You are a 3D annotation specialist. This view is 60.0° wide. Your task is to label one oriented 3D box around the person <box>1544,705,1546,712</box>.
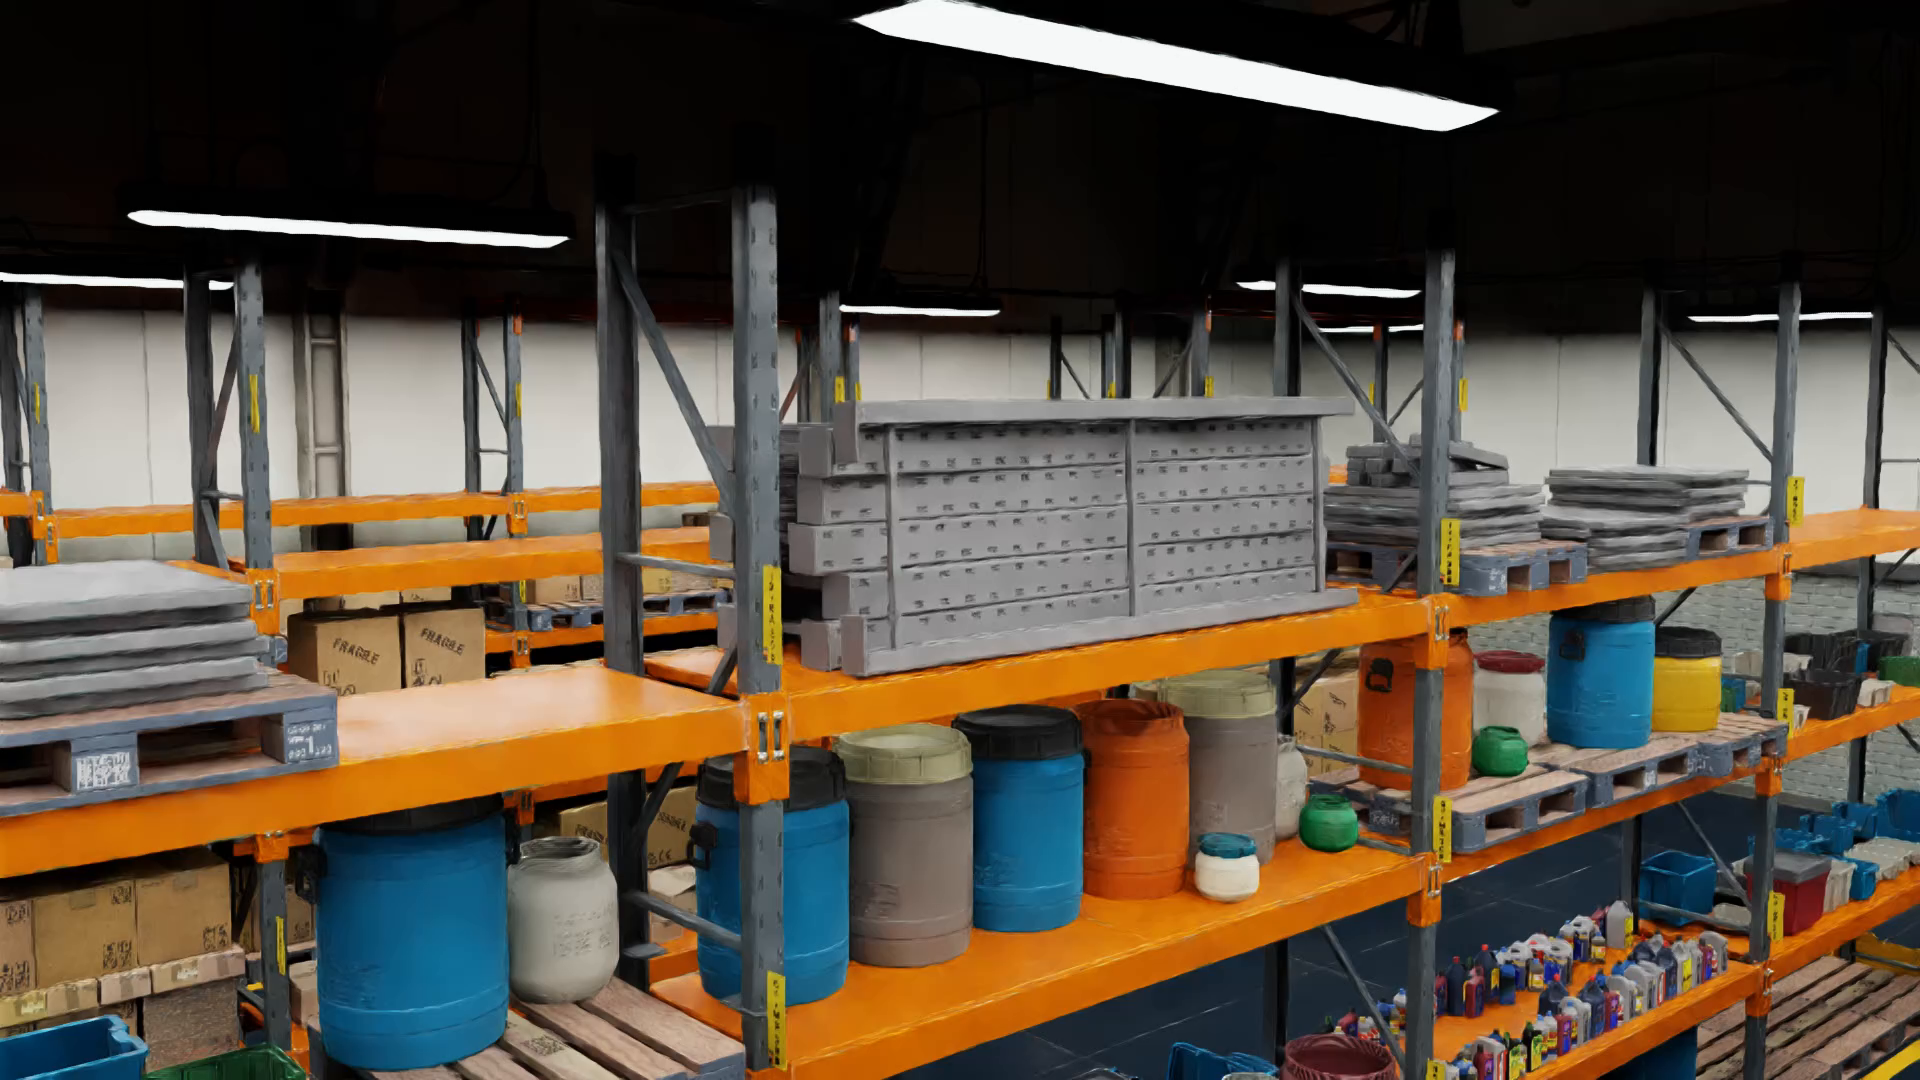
[{"bbox_3d":[7.086,2.497,19.684,0.642,1.608,0.786,3,6,29],"label":"person"}]
